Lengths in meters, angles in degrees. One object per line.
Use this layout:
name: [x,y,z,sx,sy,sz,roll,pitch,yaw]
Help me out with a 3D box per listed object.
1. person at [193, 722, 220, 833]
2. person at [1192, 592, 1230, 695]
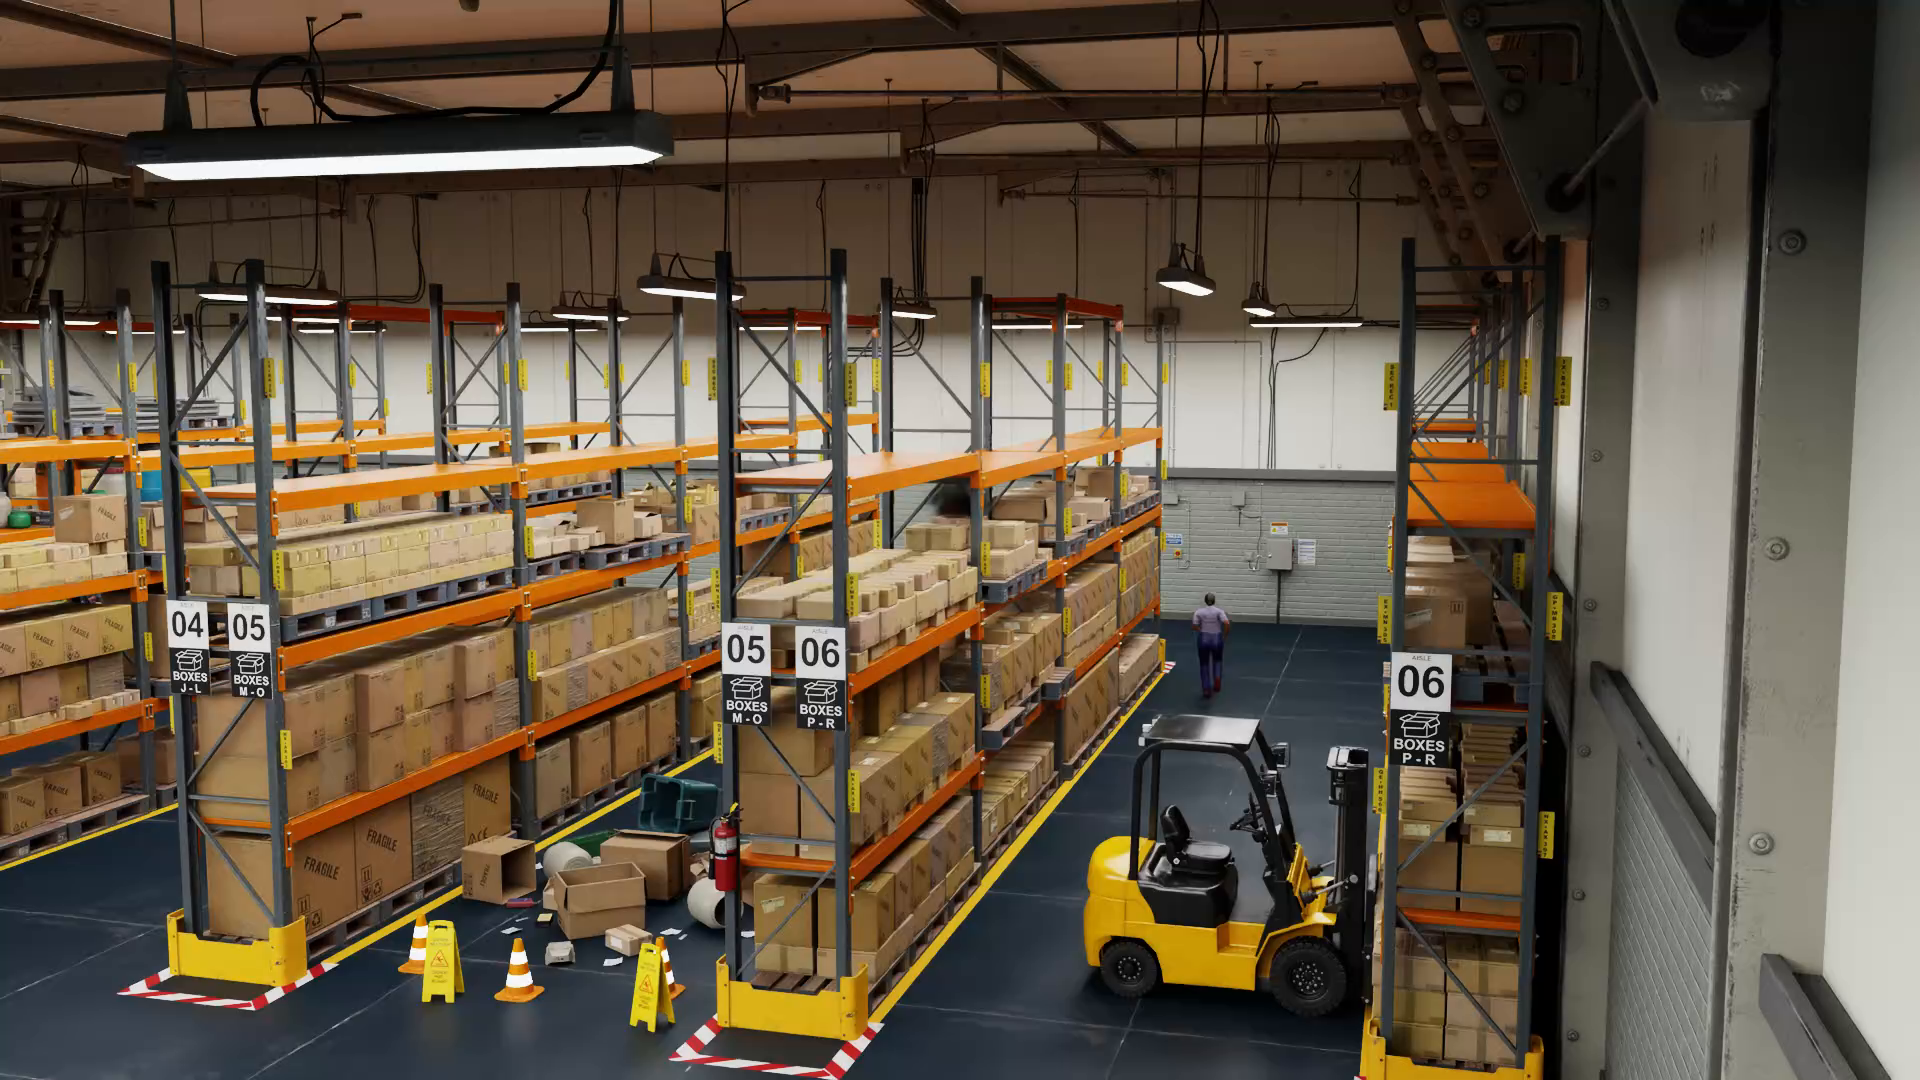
person: [-7.657,2.482,17.165,0.735,1.757,0.682,1,6,8]
person: [3.929,1.609,26.040,0.592,1.609,0.575,1,6,9]
